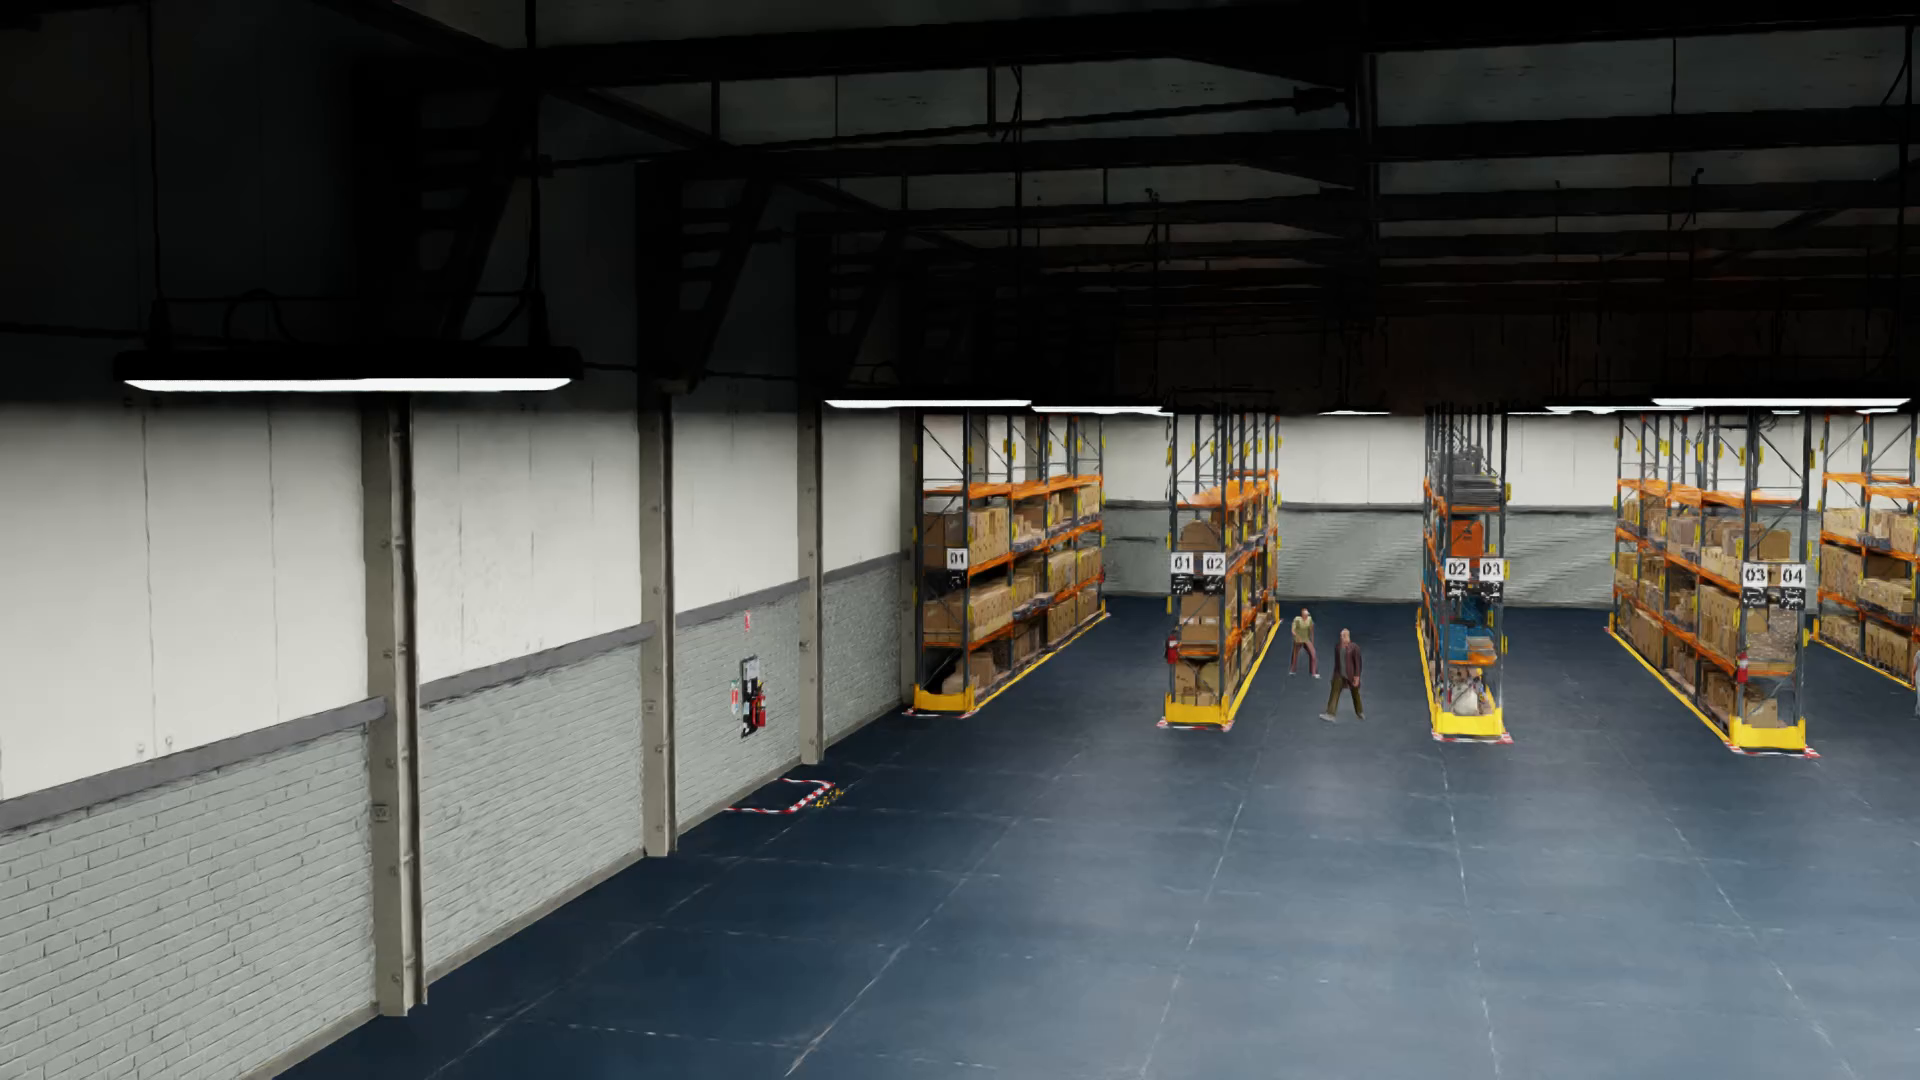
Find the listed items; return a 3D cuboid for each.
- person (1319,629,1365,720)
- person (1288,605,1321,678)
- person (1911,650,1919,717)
[{"bbox_3d":[7.261,2.536,31.353,0.625,1.736,0.999,4,6,42],"label":"person"},{"bbox_3d":[7.551,2.211,36.575,0.621,1.604,0.814,0,4,-2],"label":"person"},{"bbox_3d":[18.133,2.617,31.191,0.443,1.572,1.110,1,4,12],"label":"person"}]
